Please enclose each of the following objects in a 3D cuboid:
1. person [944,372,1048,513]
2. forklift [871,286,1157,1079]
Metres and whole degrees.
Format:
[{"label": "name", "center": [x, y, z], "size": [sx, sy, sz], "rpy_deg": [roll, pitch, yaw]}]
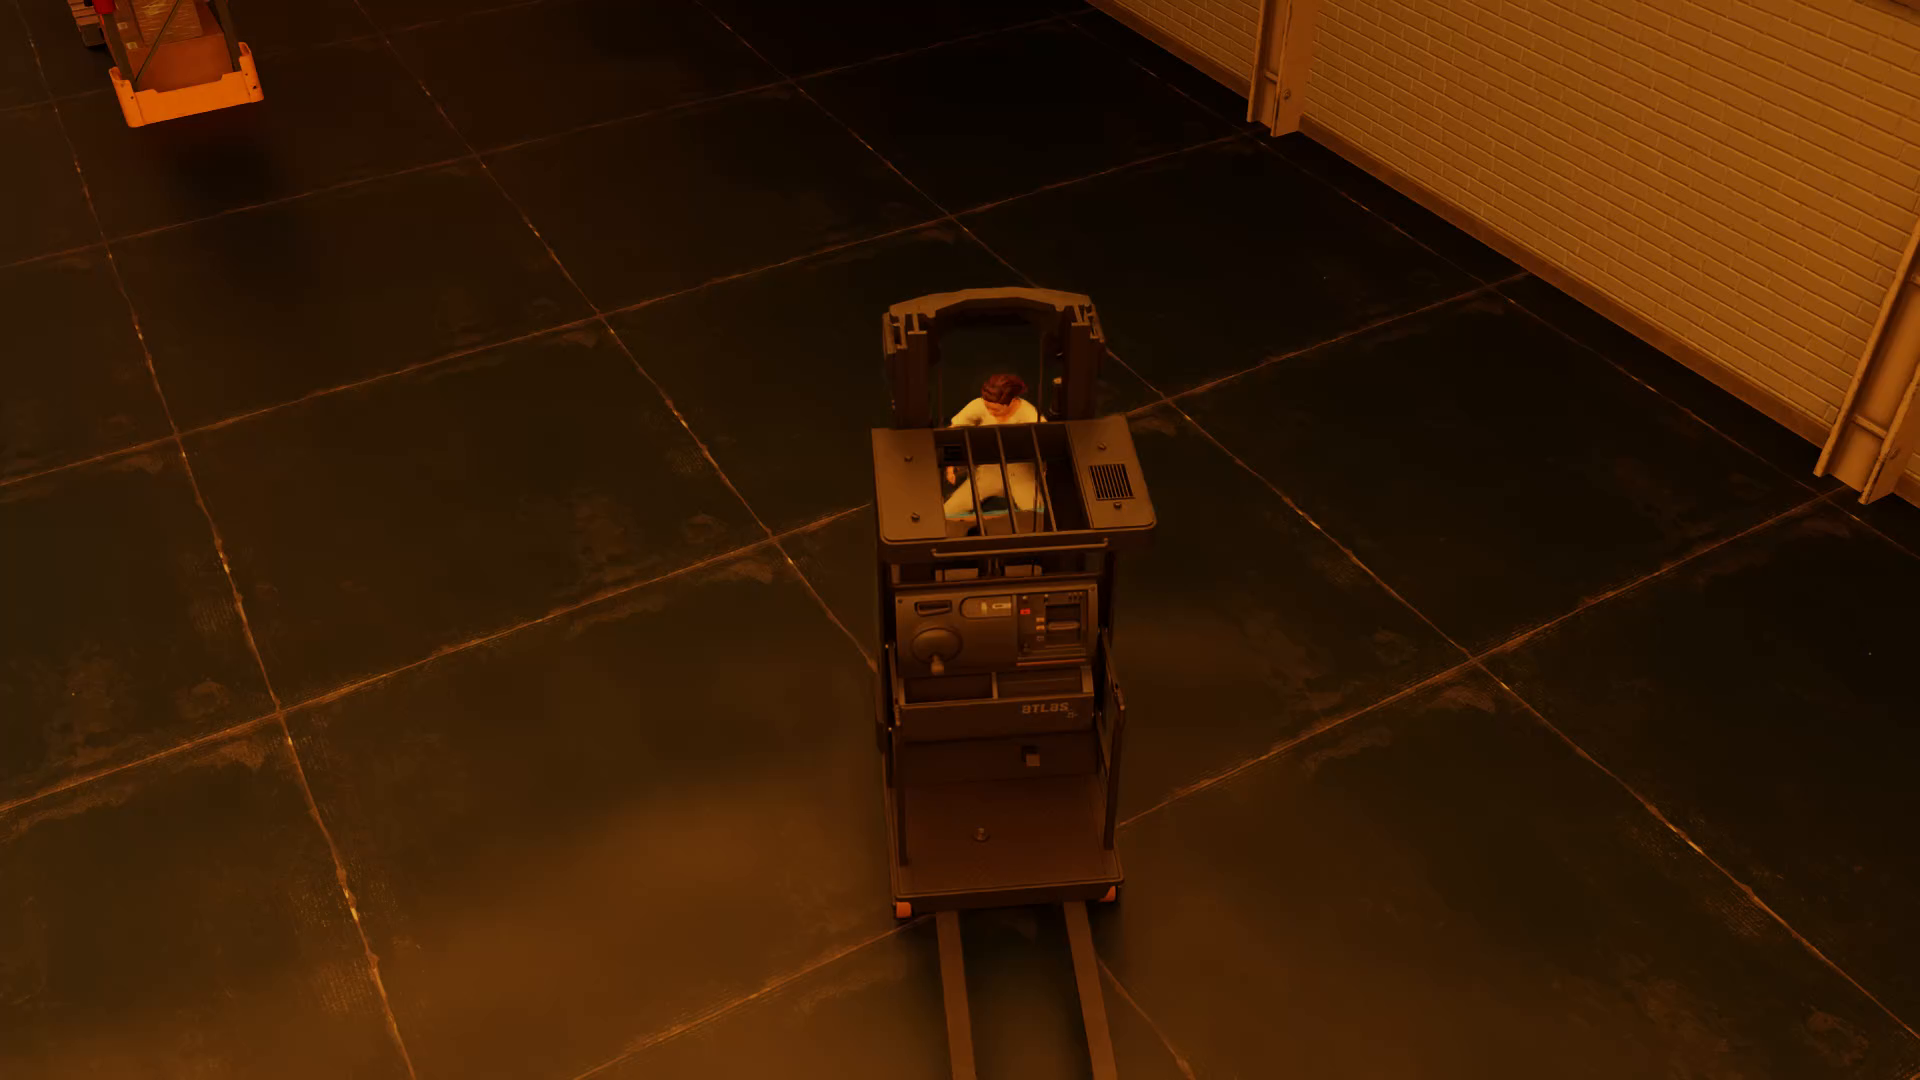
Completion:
[{"label": "person", "center": [0.235, -0.295, 9.547], "size": [1.173, 1.454, 0.632], "rpy_deg": [18, 43, 21]}, {"label": "forklift", "center": [0.193, 0.481, 7.456], "size": [1.130, 2.935, 3.031], "rpy_deg": [-4, 40, -4]}]
